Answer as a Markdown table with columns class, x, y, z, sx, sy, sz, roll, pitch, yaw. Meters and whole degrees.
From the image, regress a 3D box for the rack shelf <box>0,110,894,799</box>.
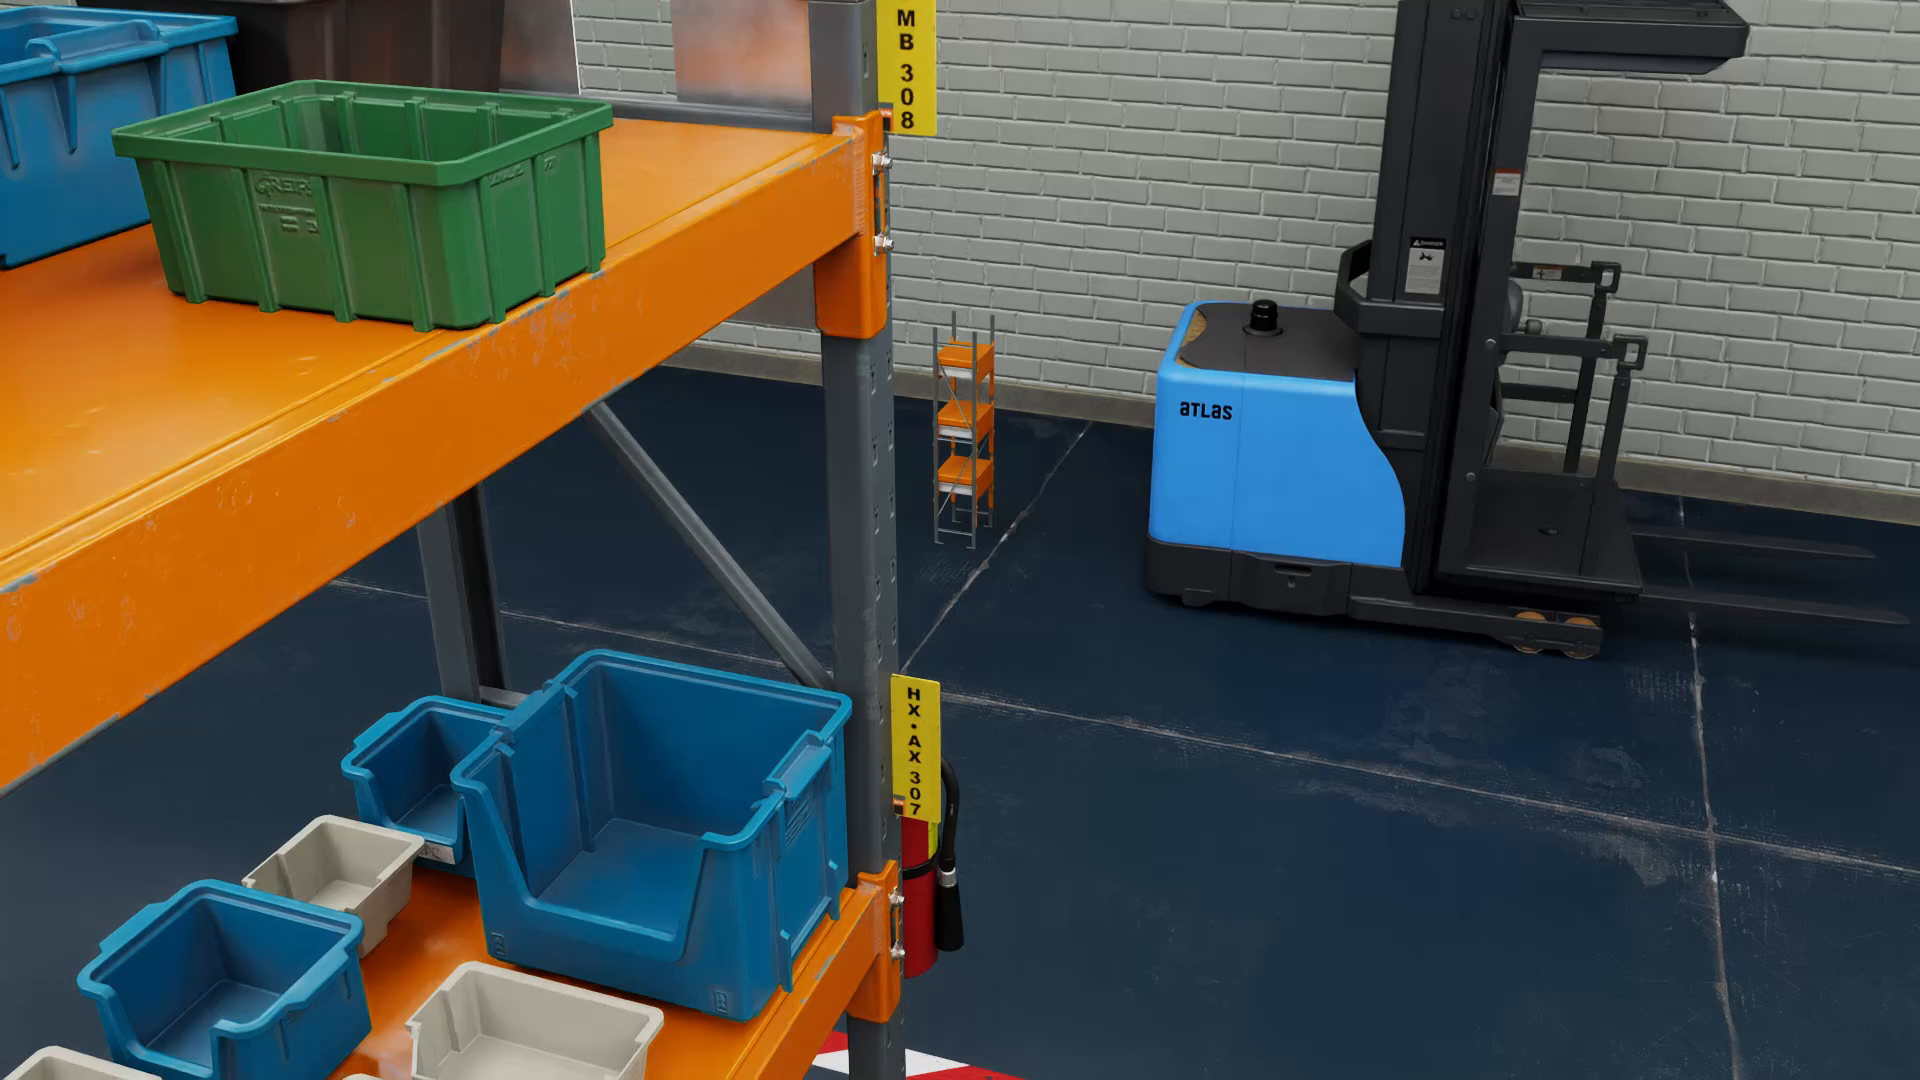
| class | x | y | z | sx | sy | sz | roll | pitch | yaw |
| --- | --- | --- | --- | --- | --- | --- | --- | --- | --- |
| rack shelf | -1.276 | 0.209 | 1.261 | 1.077 | 0.370 | 4.000 | 9 | 27 | 17 |

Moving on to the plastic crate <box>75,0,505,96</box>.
| class | x | y | z | sx | sy | sz | roll | pitch | yaw |
| --- | --- | --- | --- | --- | --- | --- | --- | --- | --- |
| plastic crate | -1.001 | -0.760 | 2.586 | 0.497 | 0.269 | 0.590 | 9 | 27 | 17 |

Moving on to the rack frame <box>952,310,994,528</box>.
| class | x | y | z | sx | sy | sz | roll | pitch | yaw |
| --- | --- | --- | --- | --- | --- | --- | --- | --- | --- |
| rack frame | 0.058 | -0.545 | 7.670 | 0.200 | 1.050 | 0.008 | 9 | 27 | 17 |

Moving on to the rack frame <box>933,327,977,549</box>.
| class | x | y | z | sx | sy | sz | roll | pitch | yaw |
| --- | --- | --- | --- | --- | --- | --- | --- | --- | --- |
| rack frame | -0.023 | -0.444 | 7.463 | 0.200 | 1.050 | 0.008 | 9 | 27 | 17 |

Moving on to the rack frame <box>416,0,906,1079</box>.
| class | x | y | z | sx | sy | sz | roll | pitch | yaw |
| --- | --- | --- | --- | --- | --- | --- | --- | --- | --- |
| rack frame | -0.610 | 0.413 | 3.455 | 1.000 | 3.000 | 0.127 | 9 | 27 | 17 |

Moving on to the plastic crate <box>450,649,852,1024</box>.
| class | x | y | z | sx | sy | sz | roll | pitch | yaw |
| --- | --- | --- | --- | --- | --- | --- | --- | --- | --- |
| plastic crate | -0.546 | 0.535 | 3.094 | 0.616 | 0.435 | 0.499 | 9 | 27 | 17 |

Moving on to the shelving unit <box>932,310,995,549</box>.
| class | x | y | z | sx | sy | sz | roll | pitch | yaw |
| --- | --- | --- | --- | --- | --- | --- | --- | --- | --- |
| shelving unit | 0.018 | -0.495 | 7.567 | 0.215 | 1.050 | 0.252 | 9 | 27 | 17 |

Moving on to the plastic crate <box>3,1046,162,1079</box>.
| class | x | y | z | sx | sy | sz | roll | pitch | yaw |
| --- | --- | --- | --- | --- | --- | --- | --- | --- | --- |
| plastic crate | -1.414 | 0.957 | 2.565 | 0.250 | 0.136 | 0.298 | 9 | 27 | 17 |

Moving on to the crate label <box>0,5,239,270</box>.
| class | x | y | z | sx | sy | sz | roll | pitch | yaw |
| --- | --- | --- | --- | --- | --- | --- | --- | --- | --- |
| crate label | -1.222 | -0.538 | 2.147 | 0.408 | 0.251 | 0.502 | 9 | 27 | 17 |

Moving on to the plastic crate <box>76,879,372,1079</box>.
| class | x | y | z | sx | sy | sz | roll | pitch | yaw |
| --- | --- | --- | --- | --- | --- | --- | --- | --- | --- |
| plastic crate | -1.222 | 0.786 | 2.809 | 0.416 | 0.233 | 0.300 | 9 | 27 | 17 |

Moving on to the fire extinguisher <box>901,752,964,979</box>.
| class | x | y | z | sx | sy | sz | roll | pitch | yaw |
| --- | --- | --- | --- | --- | --- | --- | --- | --- | --- |
| fire extinguisher | -0.132 | 0.620 | 3.545 | 0.296 | 0.674 | 0.183 | 9 | 27 | 17 |

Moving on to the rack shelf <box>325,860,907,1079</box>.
| class | x | y | z | sx | sy | sz | roll | pitch | yaw |
| --- | --- | --- | --- | --- | --- | --- | --- | --- | --- |
| rack shelf | -1.276 | 1.559 | 1.914 | 1.077 | 0.370 | 4.000 | 9 | 27 | 17 |

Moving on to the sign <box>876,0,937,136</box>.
| class | x | y | z | sx | sy | sz | roll | pitch | yaw |
| --- | --- | --- | --- | --- | --- | --- | --- | --- | --- |
| sign | -0.086 | -0.817 | 2.673 | 0.100 | 0.325 | 0.005 | 9 | 27 | 17 |

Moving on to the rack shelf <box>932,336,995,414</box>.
| class | x | y | z | sx | sy | sz | roll | pitch | yaw |
| --- | --- | --- | --- | --- | --- | --- | --- | --- | --- |
| rack shelf | 0.018 | -0.740 | 7.448 | 0.215 | 0.259 | 0.240 | 9 | 27 | 17 |

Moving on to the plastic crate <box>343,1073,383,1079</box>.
| class | x | y | z | sx | sy | sz | roll | pitch | yaw |
| --- | --- | --- | --- | --- | --- | --- | --- | --- | --- |
| plastic crate | -0.821 | 0.983 | 2.511 | 0.396 | 0.136 | 0.243 | 9 | 27 | 17 |

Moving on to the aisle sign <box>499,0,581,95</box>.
| class | x | y | z | sx | sy | sz | roll | pitch | yaw |
| --- | --- | --- | --- | --- | --- | --- | --- | --- | --- |
| aisle sign | -0.867 | -0.830 | 3.038 | 0.394 | 0.787 | 0.004 | 9 | 27 | 17 |

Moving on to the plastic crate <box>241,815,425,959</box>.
| class | x | y | z | sx | sy | sz | roll | pitch | yaw |
| --- | --- | --- | --- | --- | --- | --- | --- | --- | --- |
| plastic crate | -1.188 | 0.678 | 3.141 | 0.250 | 0.136 | 0.298 | 9 | 27 | 17 |

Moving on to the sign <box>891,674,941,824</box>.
| class | x | y | z | sx | sy | sz | roll | pitch | yaw |
| --- | --- | --- | --- | --- | --- | --- | --- | --- | --- |
| sign | -0.086 | 0.413 | 3.268 | 0.100 | 0.325 | 0.005 | 9 | 27 | 17 |

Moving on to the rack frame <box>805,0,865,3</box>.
| class | x | y | z | sx | sy | sz | roll | pitch | yaw |
| --- | --- | --- | --- | --- | --- | --- | --- | --- | --- |
| rack frame | -0.610 | -2.287 | 2.148 | 1.000 | 3.000 | 0.127 | 9 | 27 | 17 |

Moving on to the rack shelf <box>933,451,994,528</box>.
| class | x | y | z | sx | sy | sz | roll | pitch | yaw |
| --- | --- | --- | --- | --- | --- | --- | --- | --- | --- |
| rack shelf | 0.018 | -0.235 | 7.692 | 0.215 | 0.259 | 0.240 | 9 | 27 | 17 |

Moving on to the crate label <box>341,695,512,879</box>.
| class | x | y | z | sx | sy | sz | roll | pitch | yaw |
| --- | --- | --- | --- | --- | --- | --- | --- | --- | --- |
| crate label | -1.003 | 0.515 | 3.367 | 0.416 | 0.233 | 0.303 | 9 | 27 | 17 |

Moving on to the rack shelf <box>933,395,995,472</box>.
| class | x | y | z | sx | sy | sz | roll | pitch | yaw |
| --- | --- | --- | --- | --- | --- | --- | --- | --- | --- |
| rack shelf | 0.018 | -0.485 | 7.571 | 0.215 | 0.259 | 0.240 | 9 | 27 | 17 |

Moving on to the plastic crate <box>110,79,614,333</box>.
| class | x | y | z | sx | sy | sz | roll | pitch | yaw |
| --- | --- | --- | --- | --- | --- | --- | --- | --- | --- |
| plastic crate | -0.669 | -0.395 | 1.925 | 0.450 | 0.188 | 0.336 | 9 | 27 | 17 |

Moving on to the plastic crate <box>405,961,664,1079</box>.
| class | x | y | z | sx | sy | sz | roll | pitch | yaw |
| --- | --- | --- | --- | --- | --- | --- | --- | --- | --- |
| plastic crate | -0.711 | 0.866 | 2.753 | 0.396 | 0.136 | 0.243 | 9 | 27 | 17 |

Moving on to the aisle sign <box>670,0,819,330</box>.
| class | x | y | z | sx | sy | sz | roll | pitch | yaw |
| --- | --- | --- | --- | --- | --- | --- | --- | --- | --- |
| aisle sign | -0.310 | -0.744 | 2.862 | 0.394 | 0.787 | 0.004 | 9 | 27 | 17 |

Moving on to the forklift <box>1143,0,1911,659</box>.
| class | x | y | z | sx | sy | sz | roll | pitch | yaw |
| --- | --- | --- | --- | --- | --- | --- | --- | --- | --- |
| forklift | 2.366 | -1.092 | 6.642 | 3.031 | 2.935 | 1.130 | 6 | 27 | 13 |
